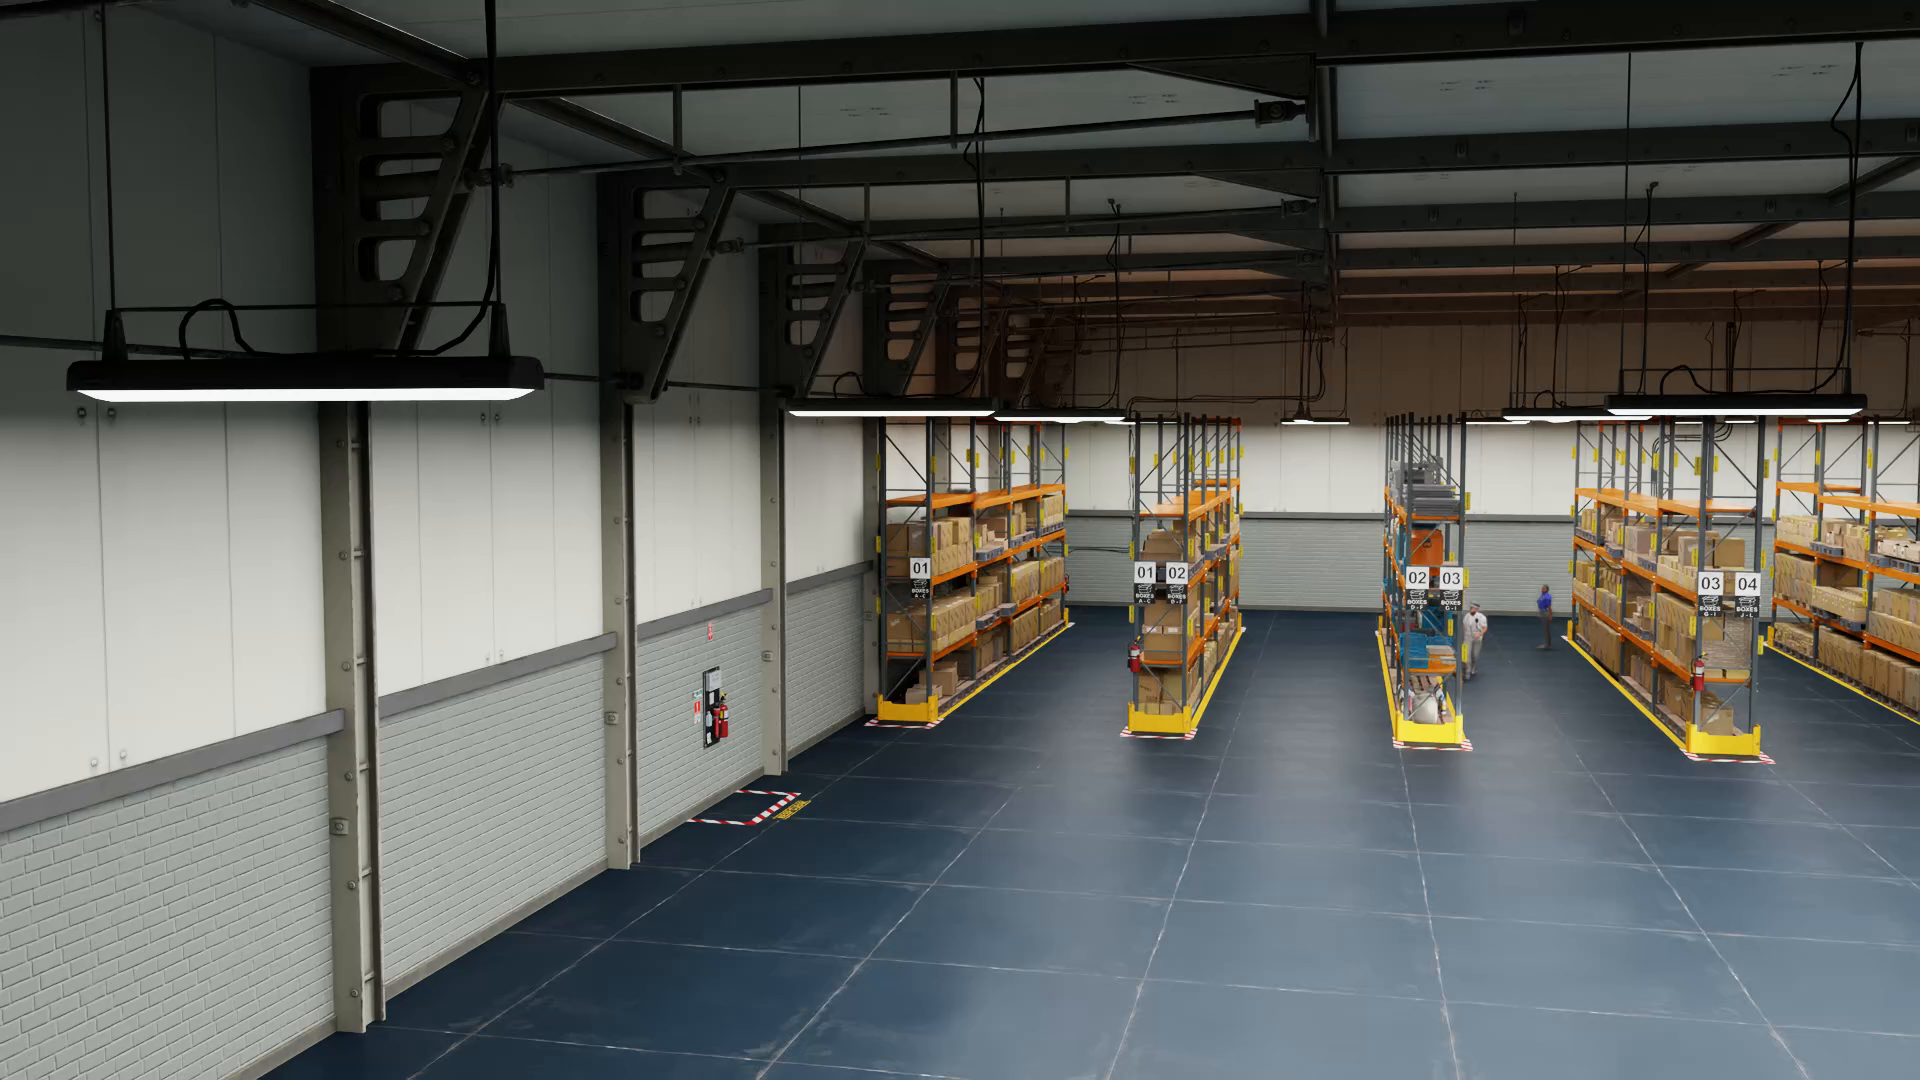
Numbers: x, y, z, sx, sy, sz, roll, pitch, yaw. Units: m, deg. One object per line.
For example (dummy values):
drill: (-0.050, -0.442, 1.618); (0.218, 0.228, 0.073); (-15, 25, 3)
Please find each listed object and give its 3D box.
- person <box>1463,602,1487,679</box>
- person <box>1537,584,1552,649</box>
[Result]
person: (11.830, 2.289, 38.221); (0.499, 1.767, 0.986); (1, 4, 12)
person: (15.144, 1.977, 43.127); (0.358, 1.665, 0.494); (0, 4, 4)
